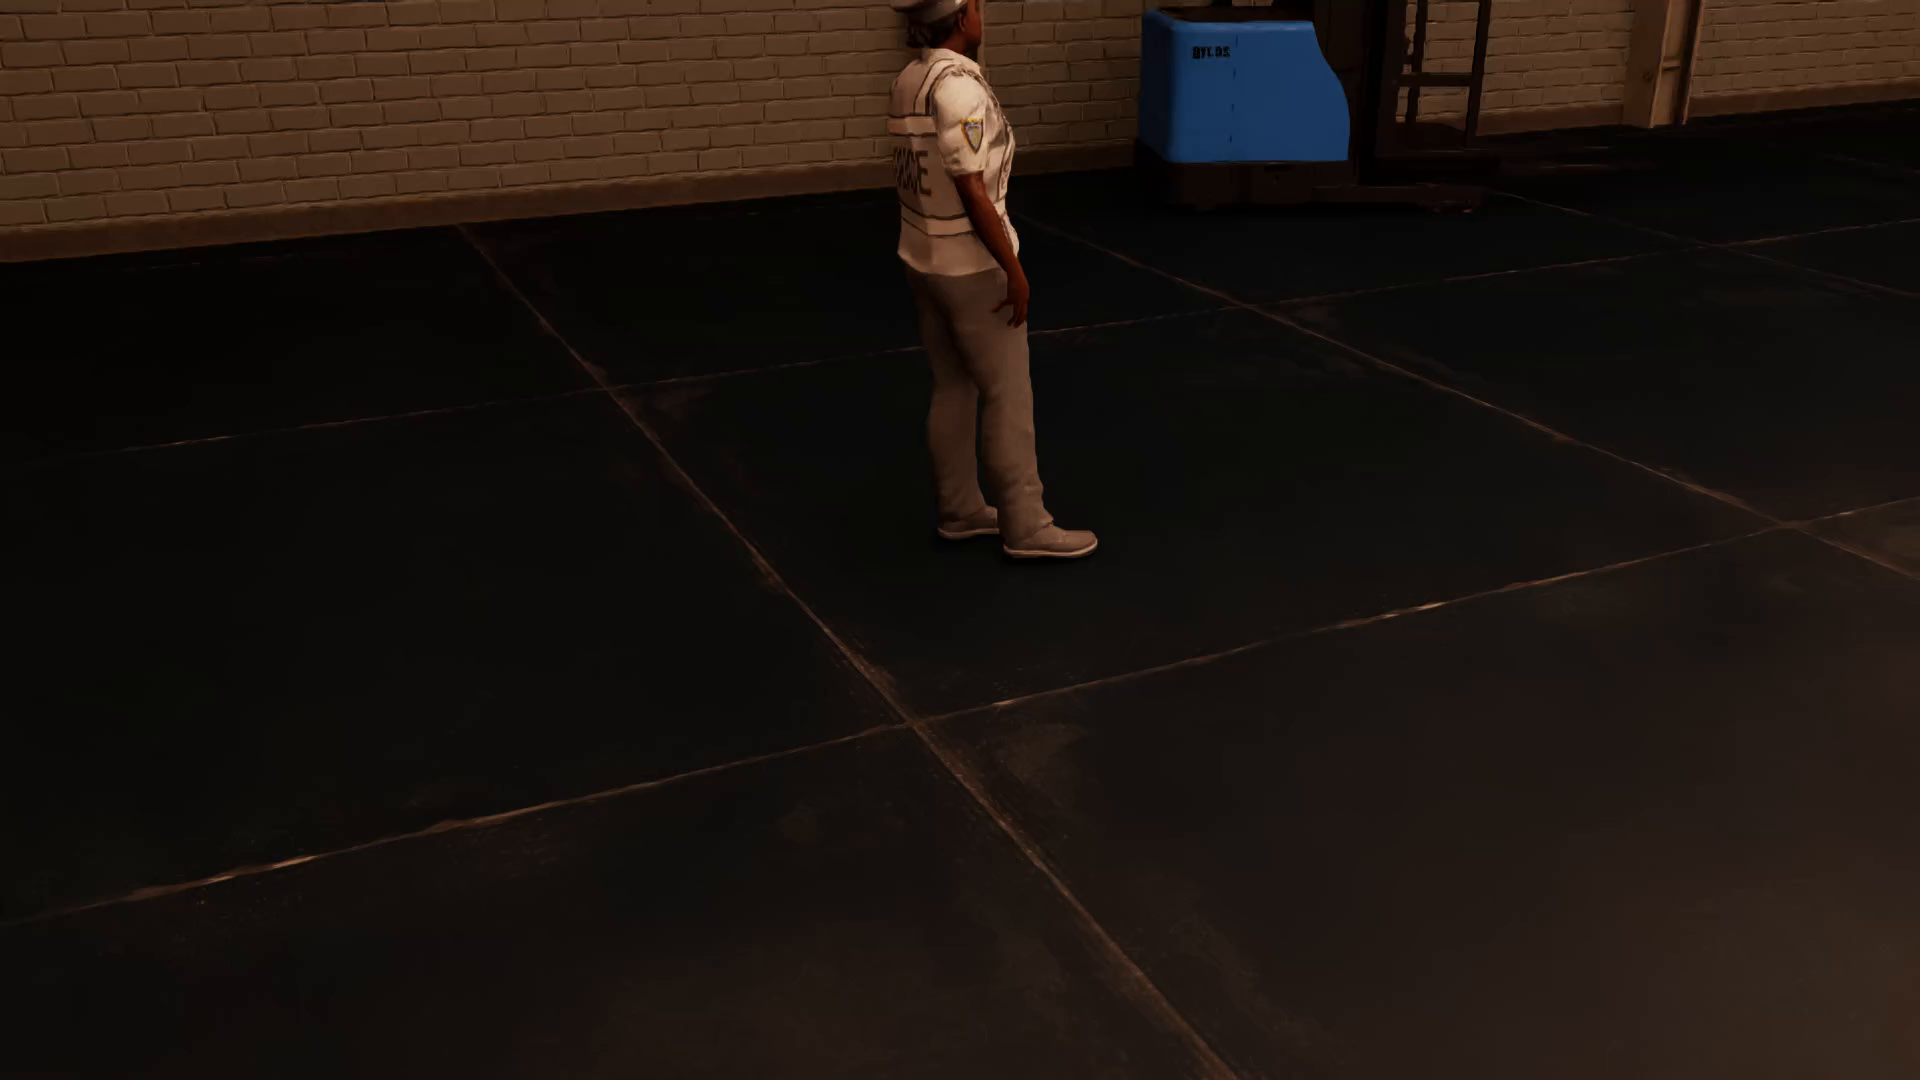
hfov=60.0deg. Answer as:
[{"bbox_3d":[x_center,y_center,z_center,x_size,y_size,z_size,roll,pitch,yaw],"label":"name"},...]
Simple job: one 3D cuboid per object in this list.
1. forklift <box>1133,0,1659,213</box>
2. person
[{"bbox_3d":[2.632,-3.461,9.619,3.031,2.935,1.130,-2,23,-5],"label":"forklift"},{"bbox_3d":[0.076,-0.795,4.792,0.529,1.695,0.570,-10,25,-23],"label":"person"}]
